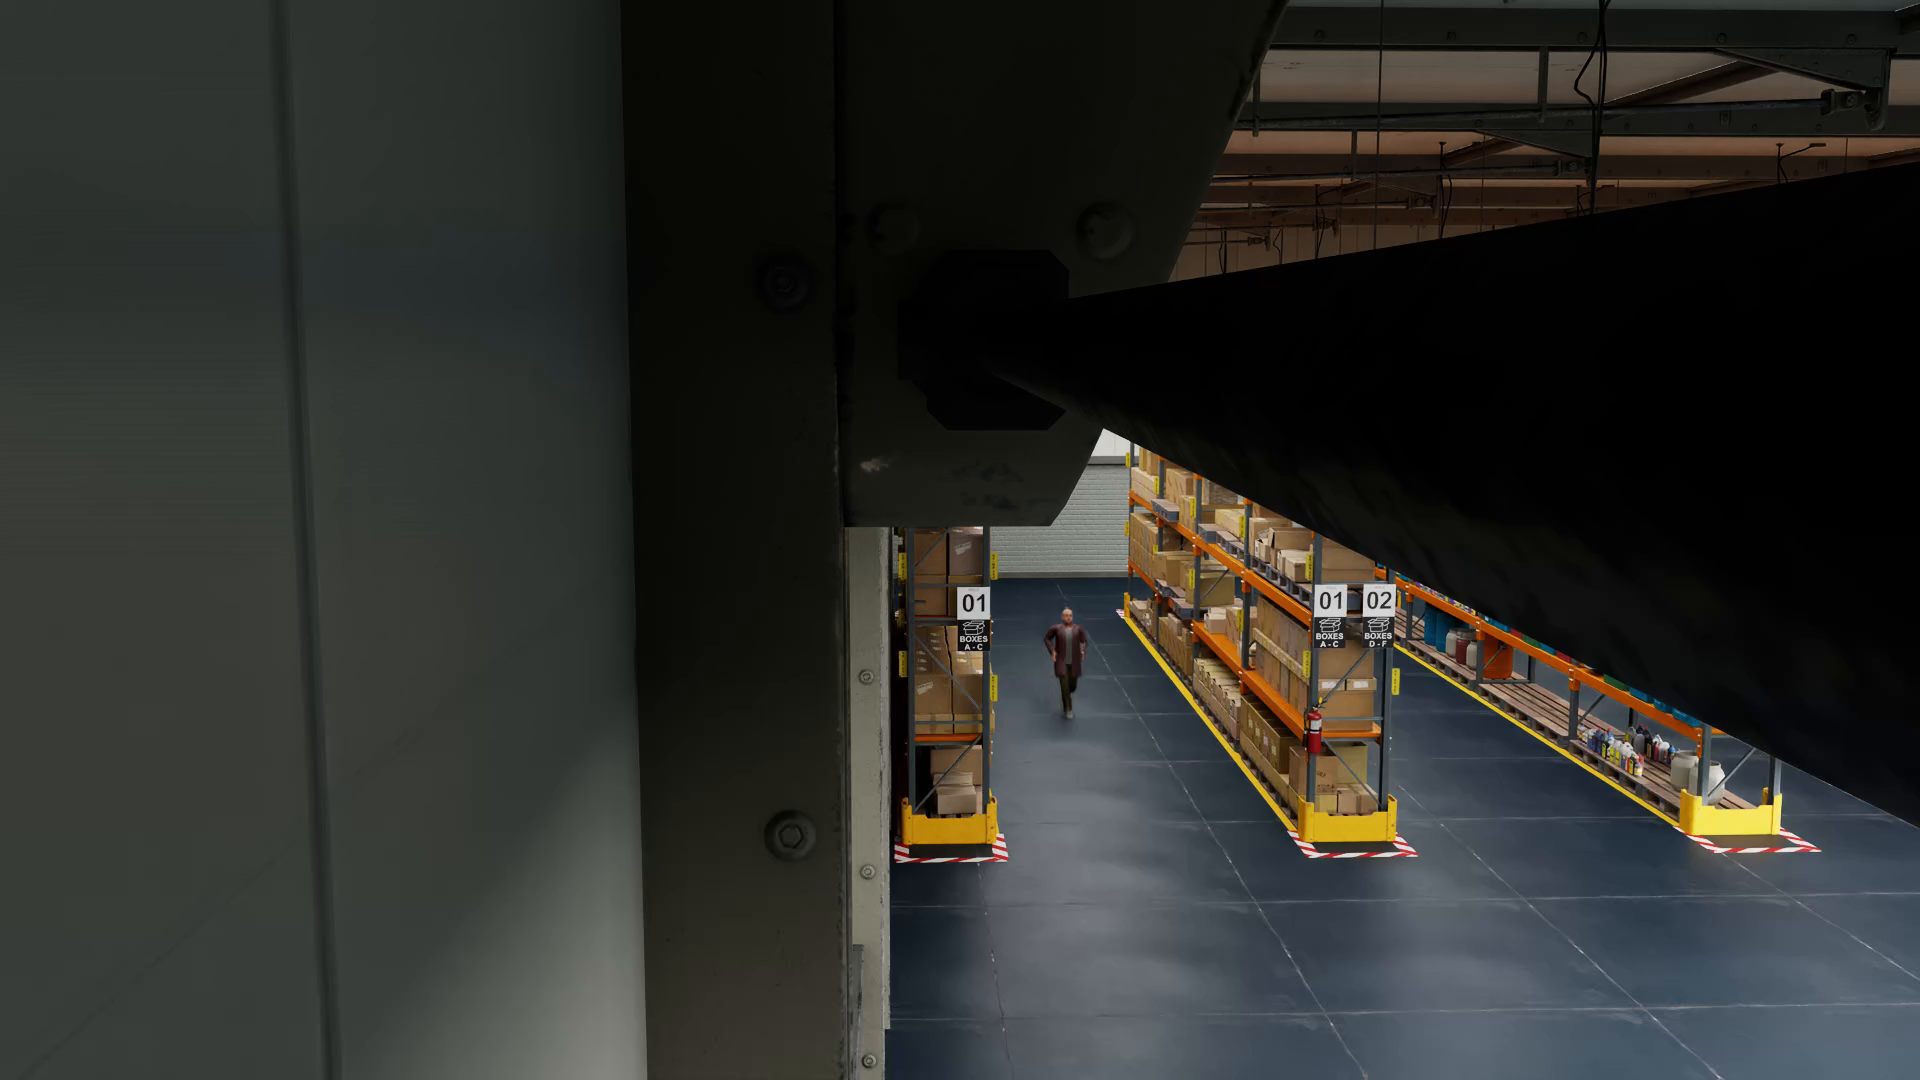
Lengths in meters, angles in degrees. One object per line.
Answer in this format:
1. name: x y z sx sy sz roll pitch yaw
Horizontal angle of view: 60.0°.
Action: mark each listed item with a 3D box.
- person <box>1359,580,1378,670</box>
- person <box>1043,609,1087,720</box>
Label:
1. person: 7.601 1.567 30.688 0.644 1.694 0.609 1 7 9
2. person: 1.735 1.998 27.200 0.711 1.765 0.880 -1 7 -7
